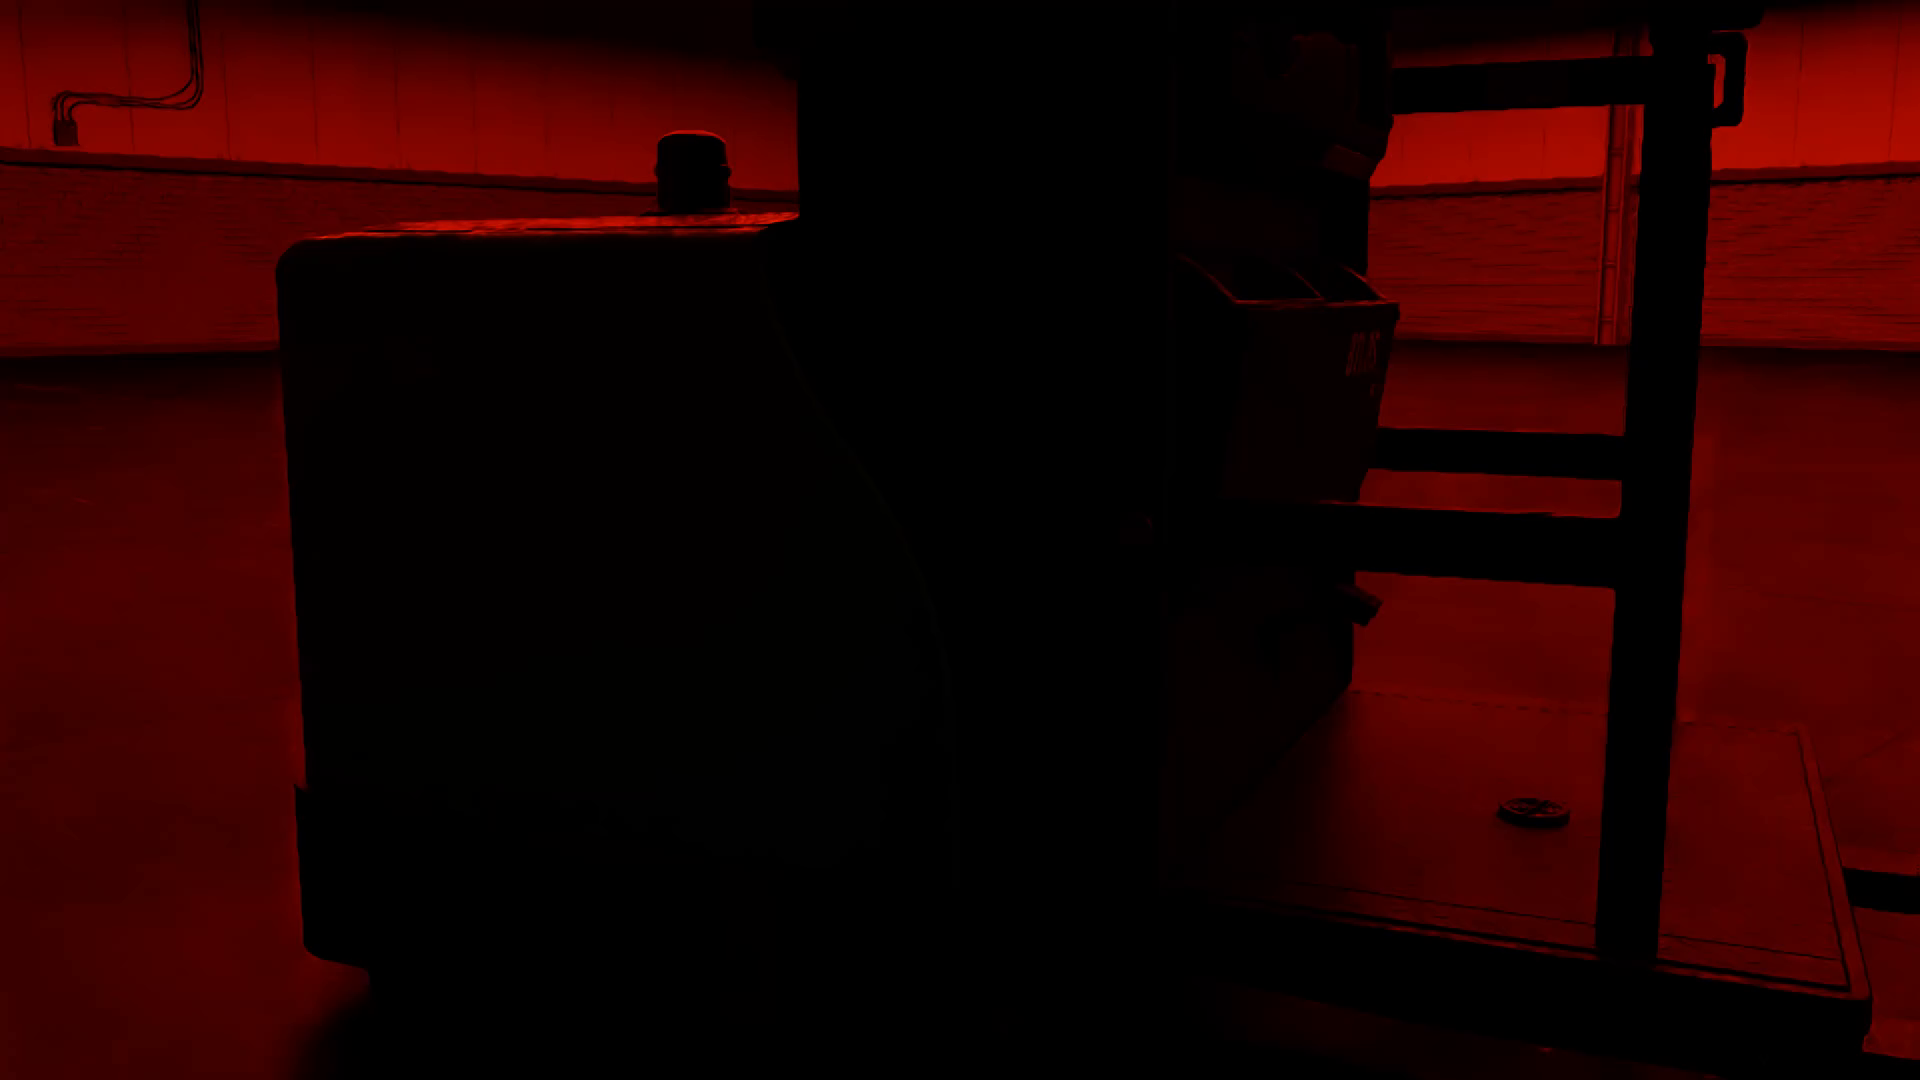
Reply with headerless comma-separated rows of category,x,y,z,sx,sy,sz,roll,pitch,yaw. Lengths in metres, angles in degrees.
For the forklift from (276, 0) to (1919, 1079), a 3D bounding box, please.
forklift,0.615,-0.776,2.027,3.031,2.935,1.130,4,9,24
